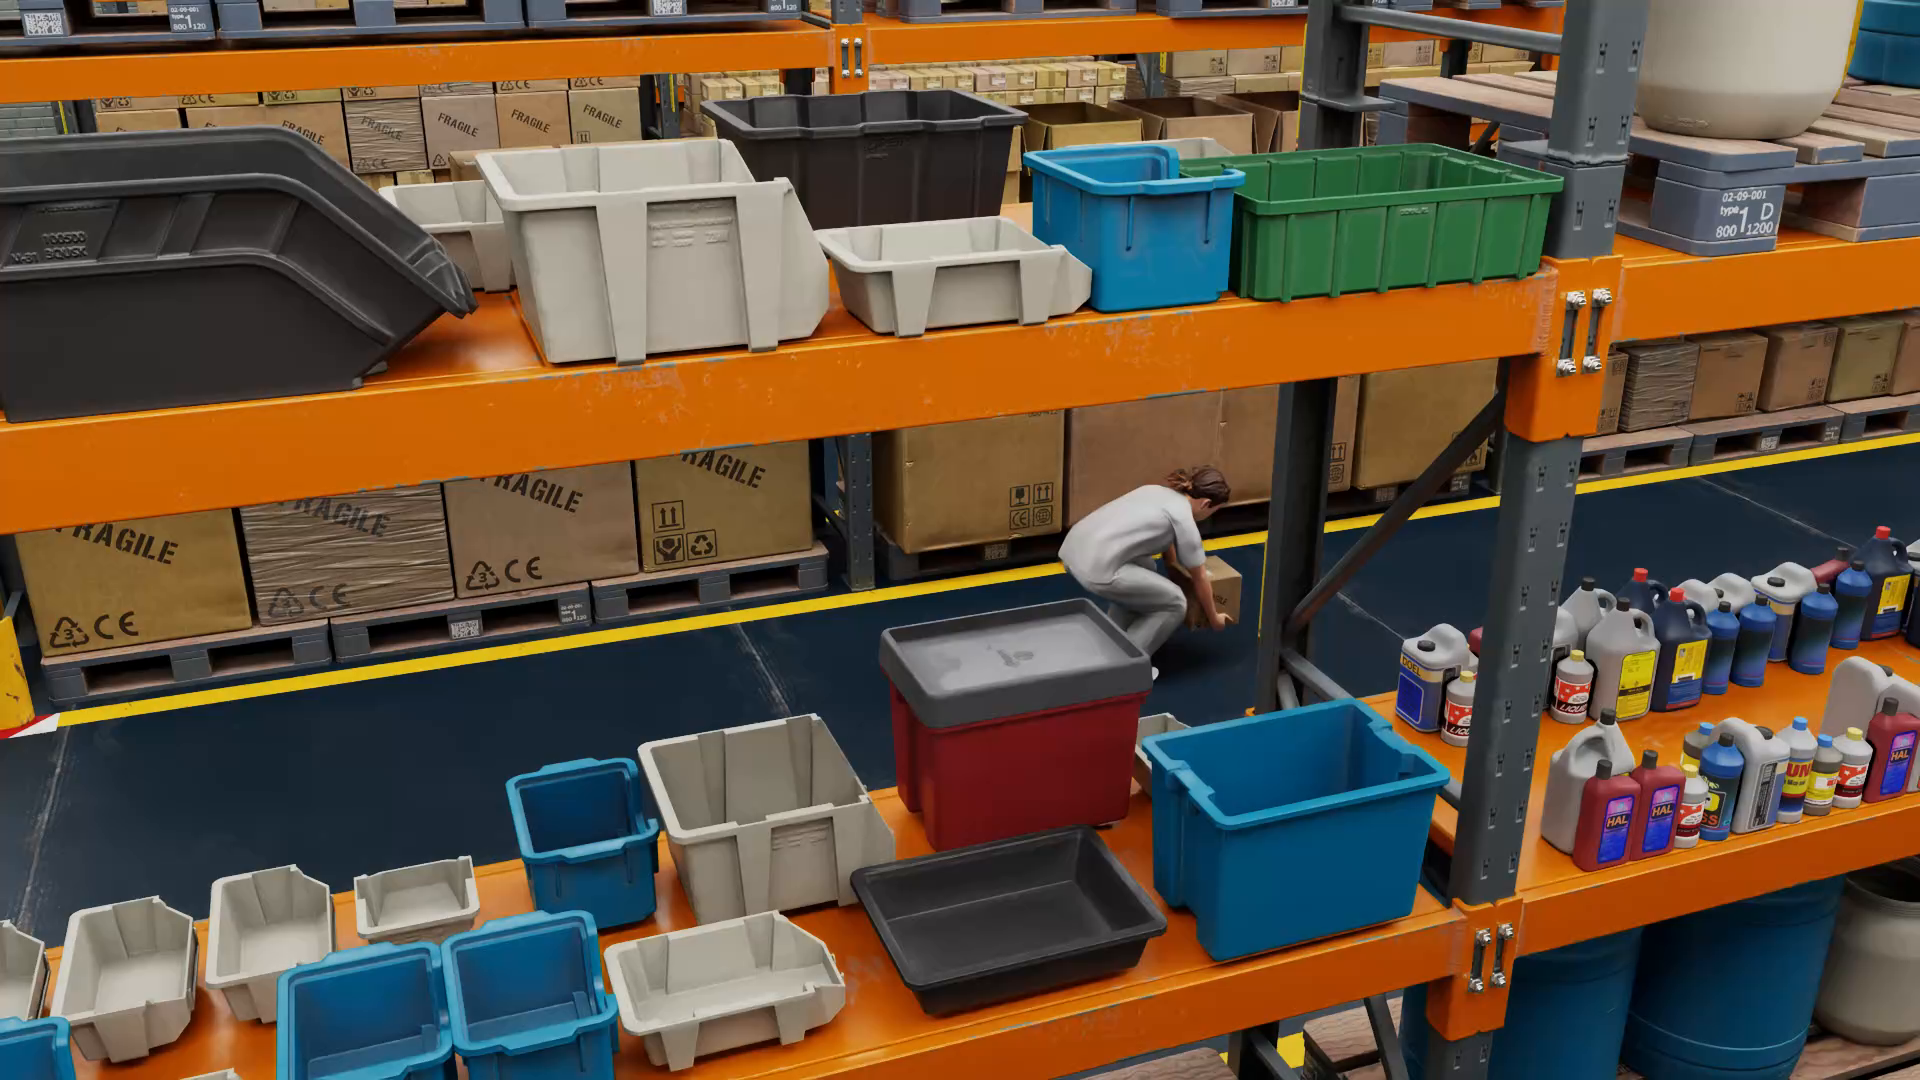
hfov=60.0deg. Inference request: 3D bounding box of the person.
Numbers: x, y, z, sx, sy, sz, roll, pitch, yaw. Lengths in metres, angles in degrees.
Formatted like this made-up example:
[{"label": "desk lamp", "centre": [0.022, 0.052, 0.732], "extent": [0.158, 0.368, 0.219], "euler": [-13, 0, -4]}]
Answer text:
[{"label": "person", "centre": [0.861, 0.169, 7.659], "extent": [0.841, 0.933, 0.459], "euler": [-9, 24, -21]}]
